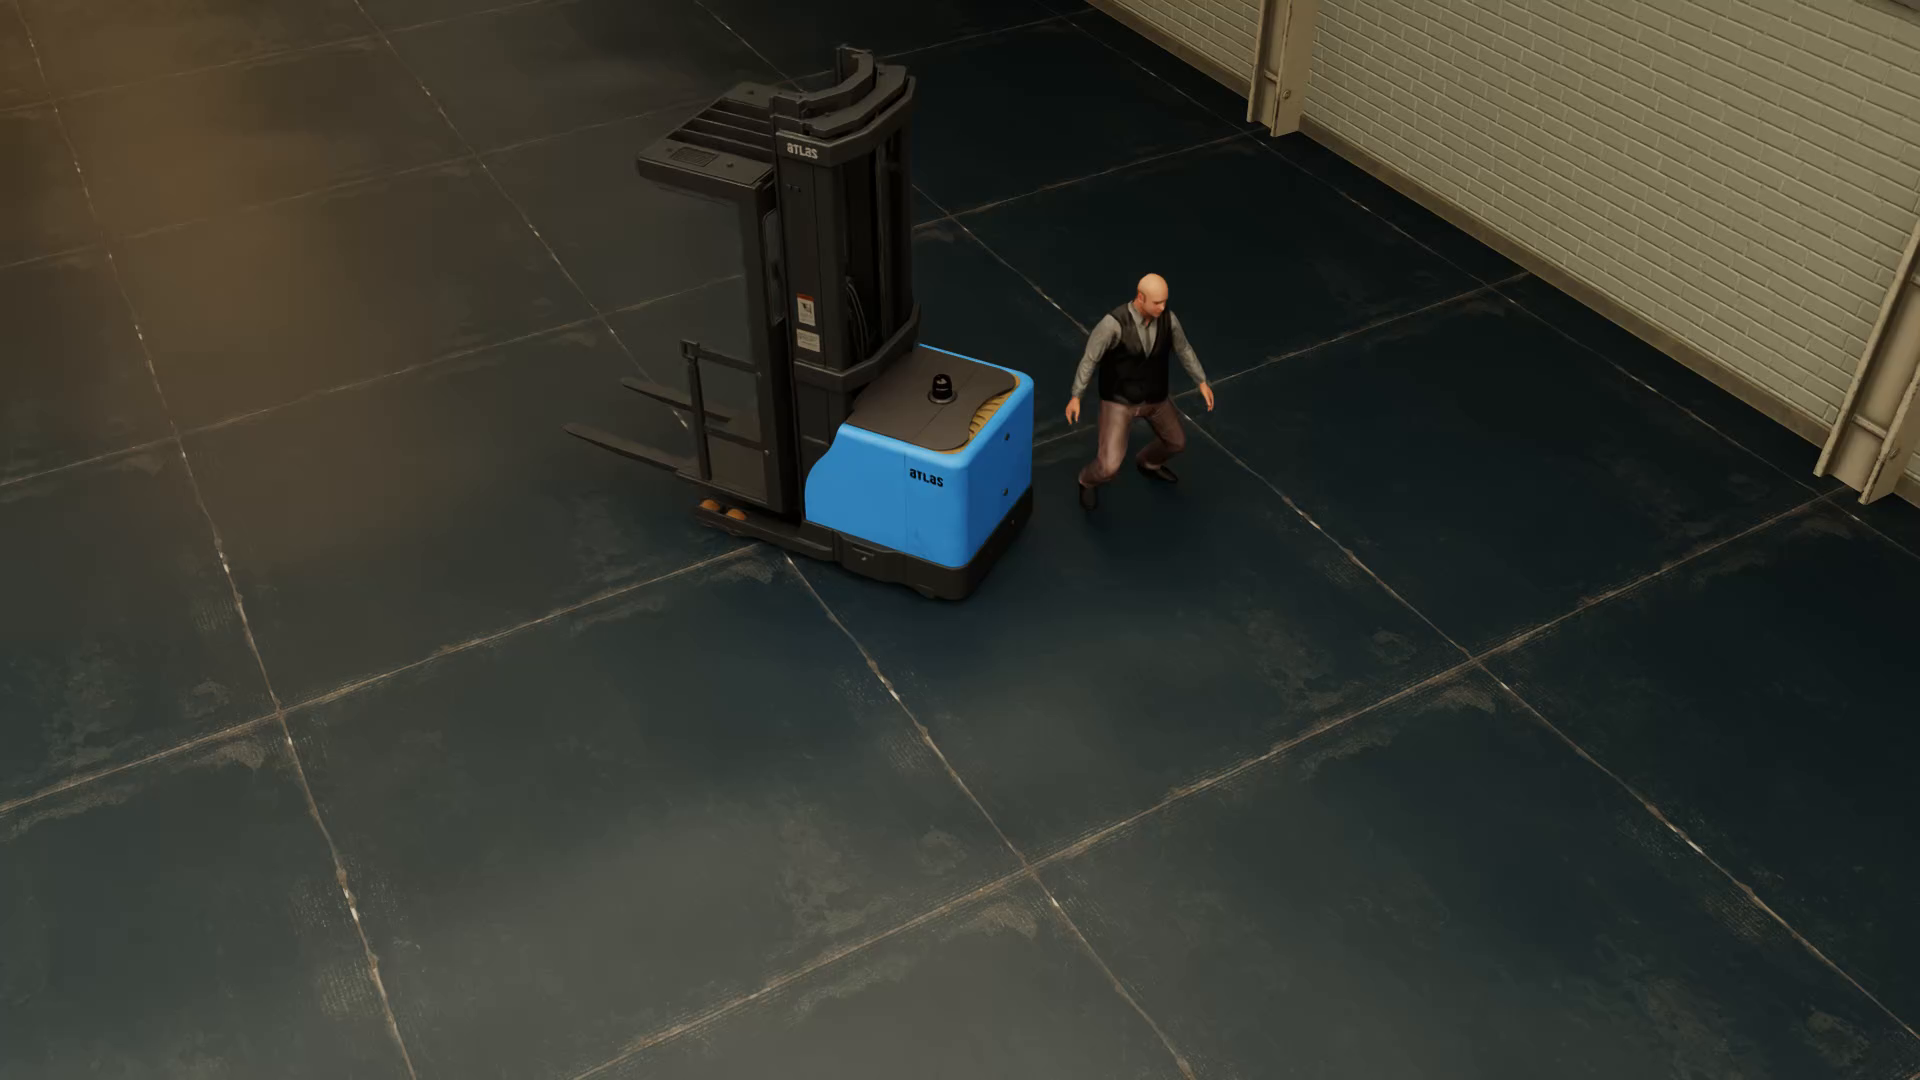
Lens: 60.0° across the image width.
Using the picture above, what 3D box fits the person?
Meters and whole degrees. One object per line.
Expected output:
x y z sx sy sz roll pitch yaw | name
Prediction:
1.088 -0.880 10.150 0.916 1.613 0.598 -12 41 -14 | person

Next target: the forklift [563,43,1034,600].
-1.095 -1.434 9.765 3.031 2.935 1.130 18 43 21 | forklift
